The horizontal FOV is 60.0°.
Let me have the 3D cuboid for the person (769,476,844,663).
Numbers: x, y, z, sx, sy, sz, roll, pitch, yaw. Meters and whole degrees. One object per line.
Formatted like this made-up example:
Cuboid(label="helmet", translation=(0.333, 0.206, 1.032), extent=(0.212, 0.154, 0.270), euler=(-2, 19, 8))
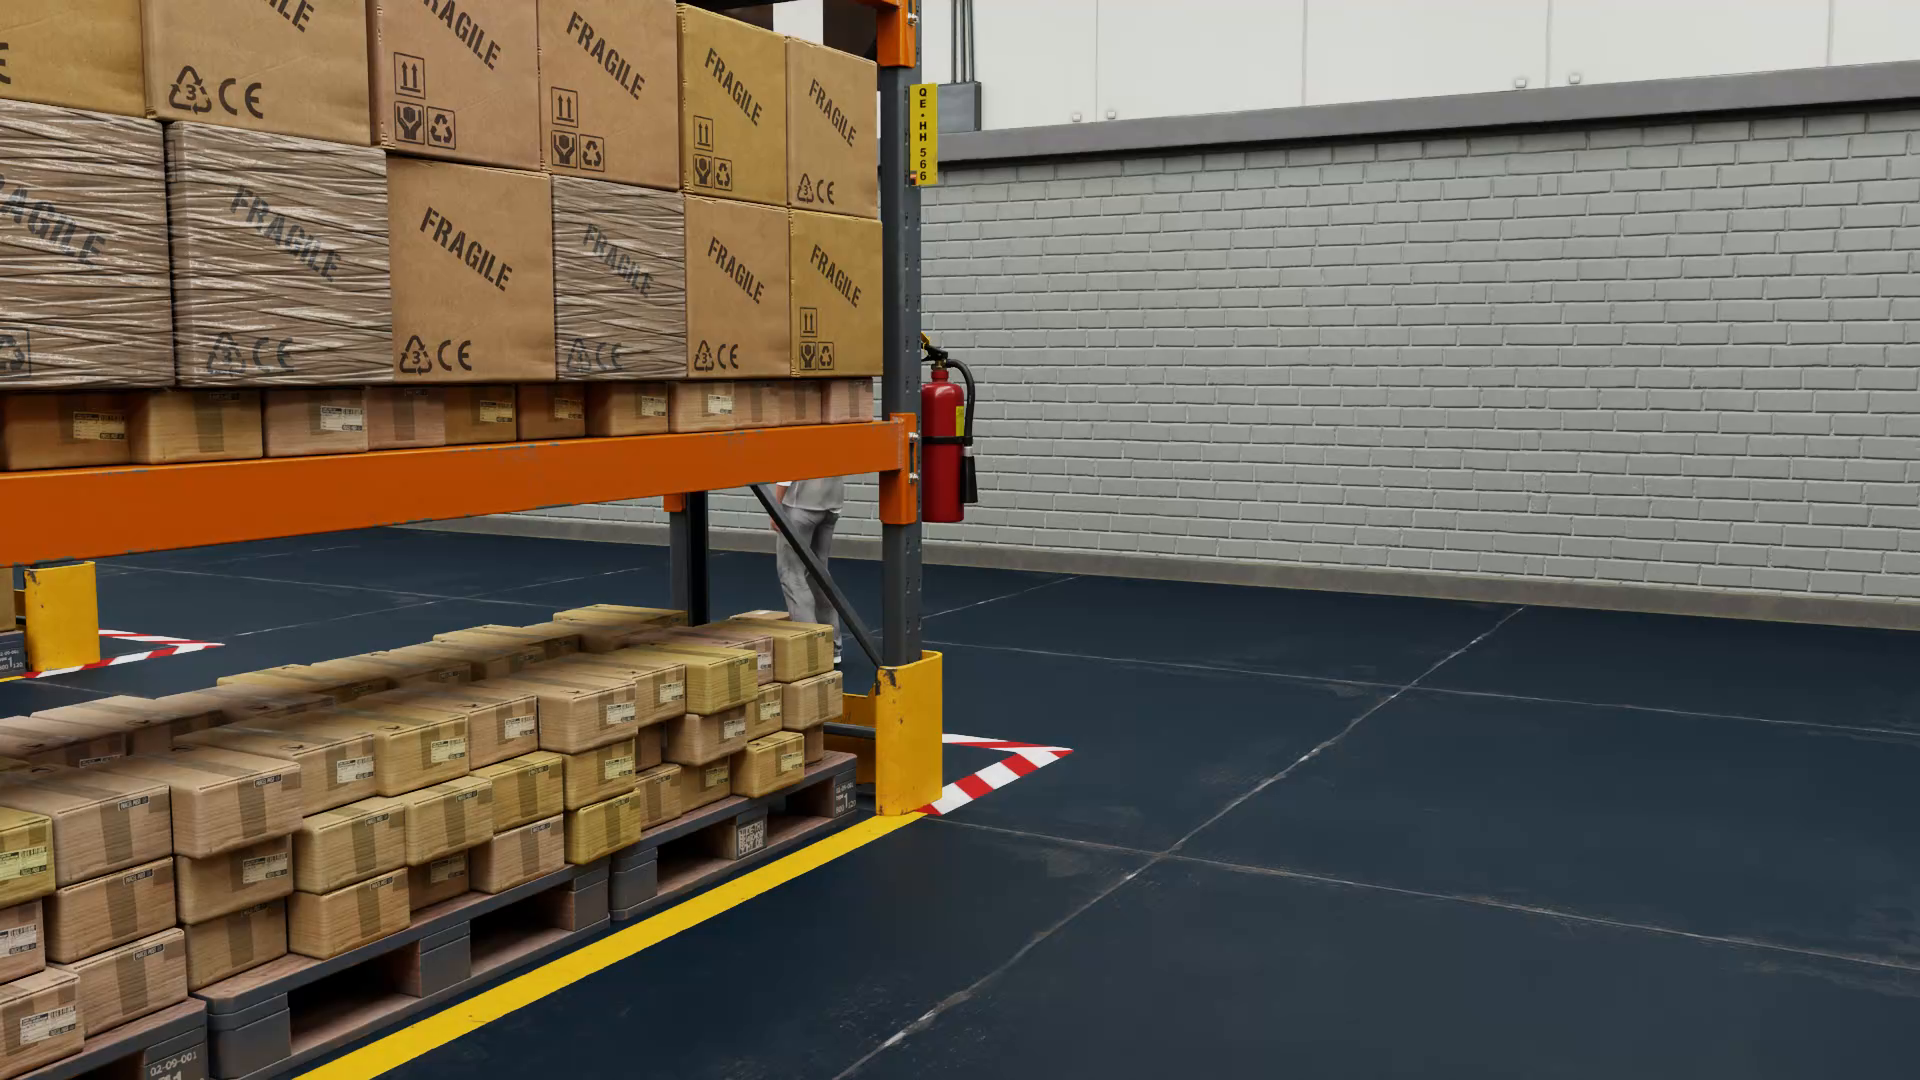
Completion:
Cuboid(label="person", translation=(-0.748, -0.156, 8.070), extent=(0.343, 1.582, 0.462), euler=(3, 7, 29))
